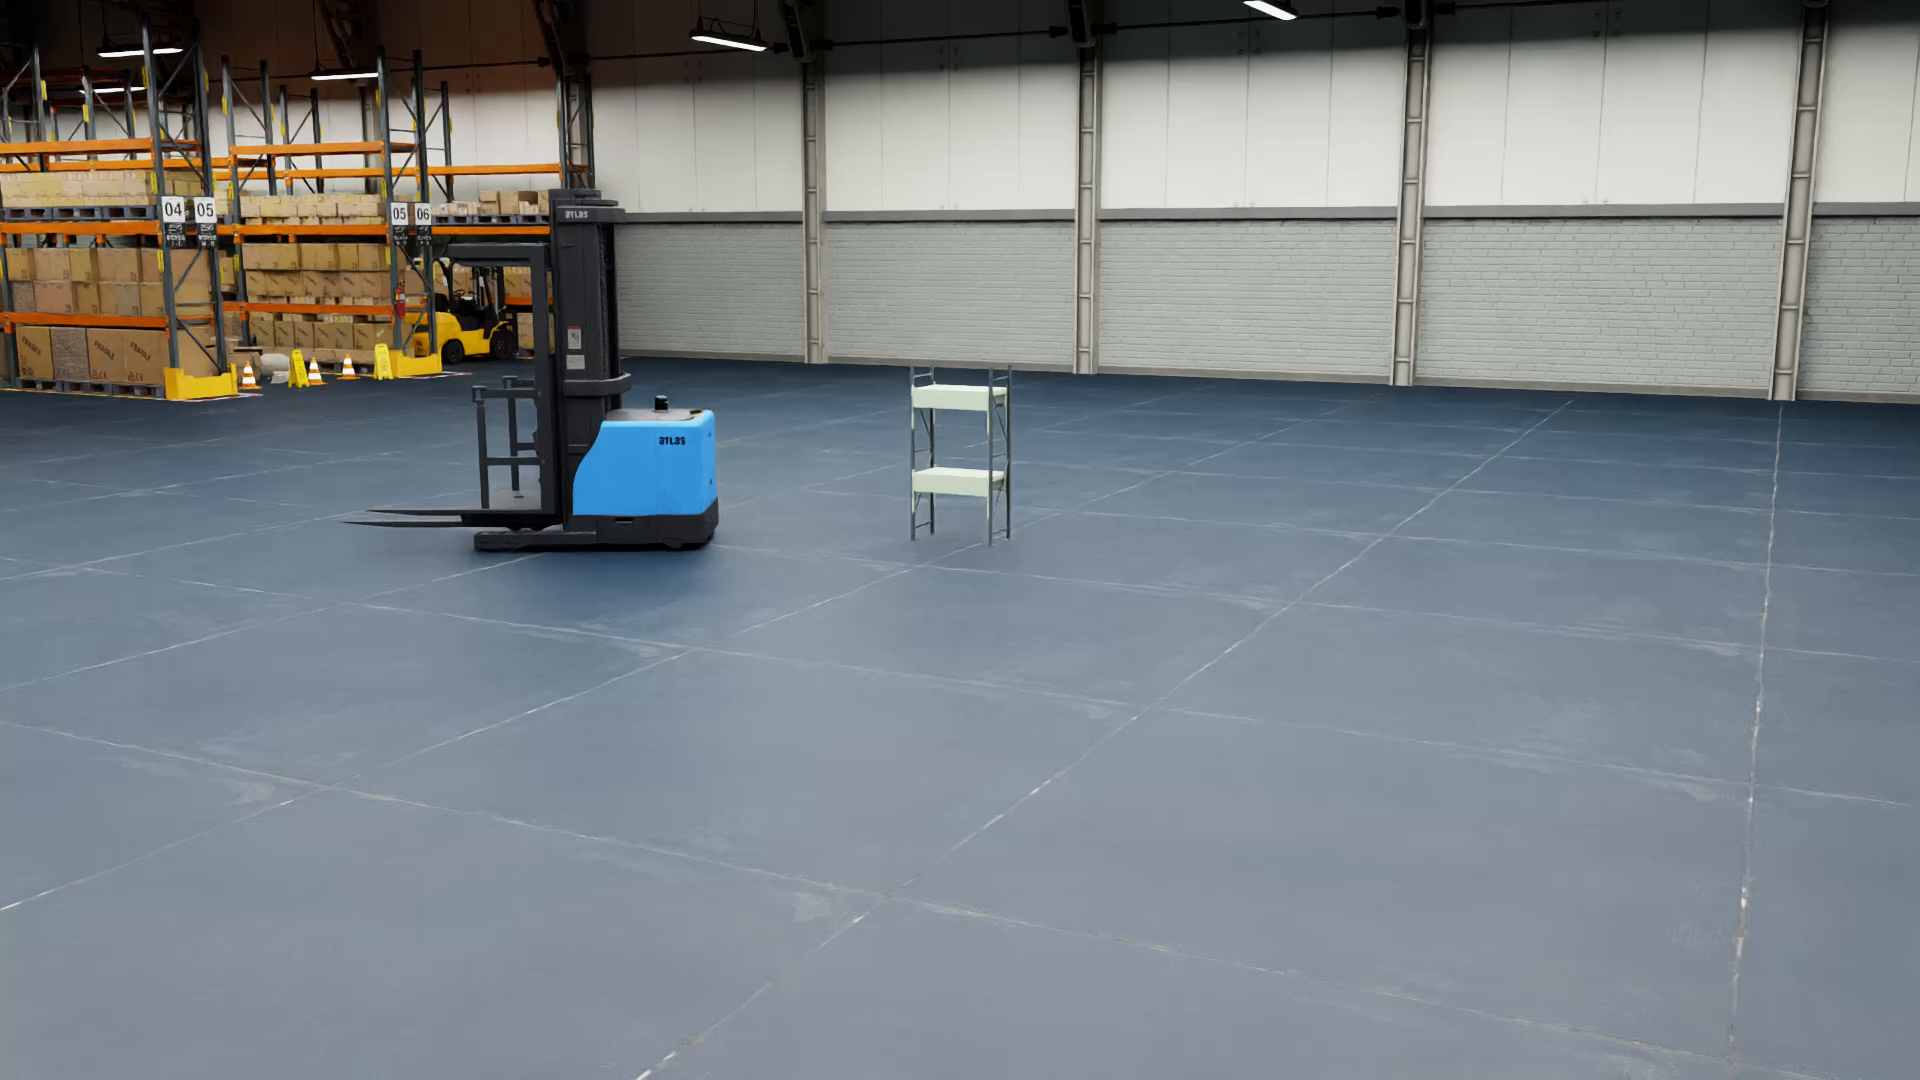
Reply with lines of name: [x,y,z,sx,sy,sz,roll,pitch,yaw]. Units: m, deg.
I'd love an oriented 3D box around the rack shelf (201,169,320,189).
rack shelf: [-17.091,-8.608,39.670,4.000,0.370,1.077,5,11,26]

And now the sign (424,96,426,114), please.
sign: [-10.076,-8.163,31.223,0.005,0.325,0.100,5,11,26]

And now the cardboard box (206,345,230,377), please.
cardboard box: [-13.854,-3.271,30.510,0.503,0.637,0.797,5,11,26]

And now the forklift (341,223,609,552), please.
forklift: [-4.061,-1.337,13.942,2.170,2.733,1.118,0,10,-1]

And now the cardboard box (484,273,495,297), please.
cardboard box: [-10.058,-5.586,36.390,0.500,0.500,0.500,5,11,26]

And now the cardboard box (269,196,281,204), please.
cardboard box: [-13.063,-6.546,32.021,0.250,0.149,0.380,5,11,25]

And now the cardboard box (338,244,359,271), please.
cardboard box: [-11.322,-5.360,31.501,0.500,0.500,0.700,5,11,26]

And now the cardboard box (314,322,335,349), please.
cardboard box: [-12.069,-3.952,32.078,0.500,0.500,0.500,5,11,24]

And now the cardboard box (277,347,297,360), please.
cardboard box: [-13.010,-3.665,32.600,0.500,0.250,0.500,6,12,29]

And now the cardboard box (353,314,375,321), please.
cardboard box: [-13.551,-4.933,38.554,0.625,0.625,0.875,5,11,23]

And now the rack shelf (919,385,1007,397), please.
rack shelf: [0.006,-1.253,14.000,0.686,0.052,0.368,5,11,26]

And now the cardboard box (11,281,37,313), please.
cardboard box: [-15.667,-4.190,28.535,0.550,0.550,0.875,5,11,26]

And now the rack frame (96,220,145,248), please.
rack frame: [-17.491,-5.257,34.852,0.127,3.000,1.000,5,11,26]

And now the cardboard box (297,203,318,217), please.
cardboard box: [-12.266,-6.291,31.733,0.500,0.250,0.500,5,11,26]

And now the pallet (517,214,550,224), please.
pallet: [-8.746,-6.912,35.822,1.213,0.211,1.003,5,11,26]

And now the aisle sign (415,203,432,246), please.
aisle sign: [-10.124,-5.950,31.384,0.004,0.787,0.394,5,11,26]

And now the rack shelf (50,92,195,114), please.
rack shelf: [-20.679,-10.756,41.080,4.000,0.370,1.077,5,11,26]

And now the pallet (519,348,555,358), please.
pallet: [-8.828,-4.101,36.295,1.213,0.211,1.003,5,11,26]

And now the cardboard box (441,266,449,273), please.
cardboard box: [-11.308,-6.016,36.943,0.250,0.149,0.380,5,12,27]

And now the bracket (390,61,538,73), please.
bracket: [-11.189,-10.520,36.984,4.783,0.066,0.076,5,11,26]

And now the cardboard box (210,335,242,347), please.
cardboard box: [-15.021,-3.952,33.843,0.625,0.372,0.950,6,12,29]

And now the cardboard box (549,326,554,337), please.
cardboard box: [-8.698,-4.507,35.850,0.500,0.250,0.500,5,11,25]

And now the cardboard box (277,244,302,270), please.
cardboard box: [-12.718,-5.472,32.119,0.500,0.500,0.700,5,11,25]

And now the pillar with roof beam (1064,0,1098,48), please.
pillar with roof beam: [0.423,-9.865,26.587,0.548,2.987,8.718,5,11,26]

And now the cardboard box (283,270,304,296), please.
cardboard box: [-12.727,-4.980,32.209,0.500,0.500,0.500,5,11,25]

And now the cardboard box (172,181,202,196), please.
cardboard box: [-12.735,-5.711,27.067,0.500,0.250,0.500,5,11,26]

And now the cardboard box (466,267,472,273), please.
cardboard box: [-10.639,-5.947,36.566,0.250,0.149,0.380,5,11,25]

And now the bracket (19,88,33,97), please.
bracket: [-24.276,-11.670,43.338,0.430,0.232,0.235,5,11,26]

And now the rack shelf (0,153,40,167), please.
rack shelf: [-17.797,-6.702,29.135,4.000,0.370,1.077,5,11,26]

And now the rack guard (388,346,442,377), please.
rack guard: [-14.838,-4.446,30.936,7.902,2.800,5.997,5,11,26]

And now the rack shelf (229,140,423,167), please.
rack shelf: [-12.110,-7.380,31.770,4.000,0.370,1.077,5,11,26]

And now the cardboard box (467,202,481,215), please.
cardboard box: [-10.514,-7.235,36.277,0.258,0.266,0.396,5,11,24]

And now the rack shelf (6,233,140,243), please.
rack shelf: [-19.284,-6.536,35.520,4.000,0.370,1.077,5,11,26]

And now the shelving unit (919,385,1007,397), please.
shelving unit: [0.006,-1.253,14.000,0.686,0.052,0.368,5,11,26]

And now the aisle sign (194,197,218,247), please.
aisle sign: [-12.220,-5.149,26.959,0.004,0.787,0.394,5,11,26]

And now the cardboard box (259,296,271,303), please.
cardboard box: [-13.514,-4.730,32.648,0.250,0.149,0.380,5,12,27]

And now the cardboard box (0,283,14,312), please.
cardboard box: [-16.590,-4.190,28.681,0.500,0.500,0.500,5,11,25]

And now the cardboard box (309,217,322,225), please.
cardboard box: [-12.157,-6.076,31.662,0.250,0.149,0.380,5,11,25]

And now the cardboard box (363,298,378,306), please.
cardboard box: [-11.023,-4.500,31.378,0.250,0.149,0.380,5,11,25]

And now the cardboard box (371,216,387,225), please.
cardboard box: [-10.760,-5.962,31.033,0.250,0.149,0.380,5,11,26]

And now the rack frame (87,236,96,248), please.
rack frame: [-22.474,-6.680,42.714,0.053,2.616,0.949,5,11,26]

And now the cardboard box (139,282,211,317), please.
cardboard box: [-12.769,-3.923,27.065,0.550,0.550,0.875,5,11,26]

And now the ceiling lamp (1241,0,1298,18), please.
ceiling lamp: [4.818,-9.363,24.187,0.800,3.144,2.000,5,11,26]

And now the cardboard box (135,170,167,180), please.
cardboard box: [-12.868,-5.801,26.442,0.250,0.149,0.380,5,11,26]

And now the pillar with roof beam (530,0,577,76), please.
pillar with roof beam: [-10.339,-10.811,31.812,0.548,2.987,8.718,5,11,26]
